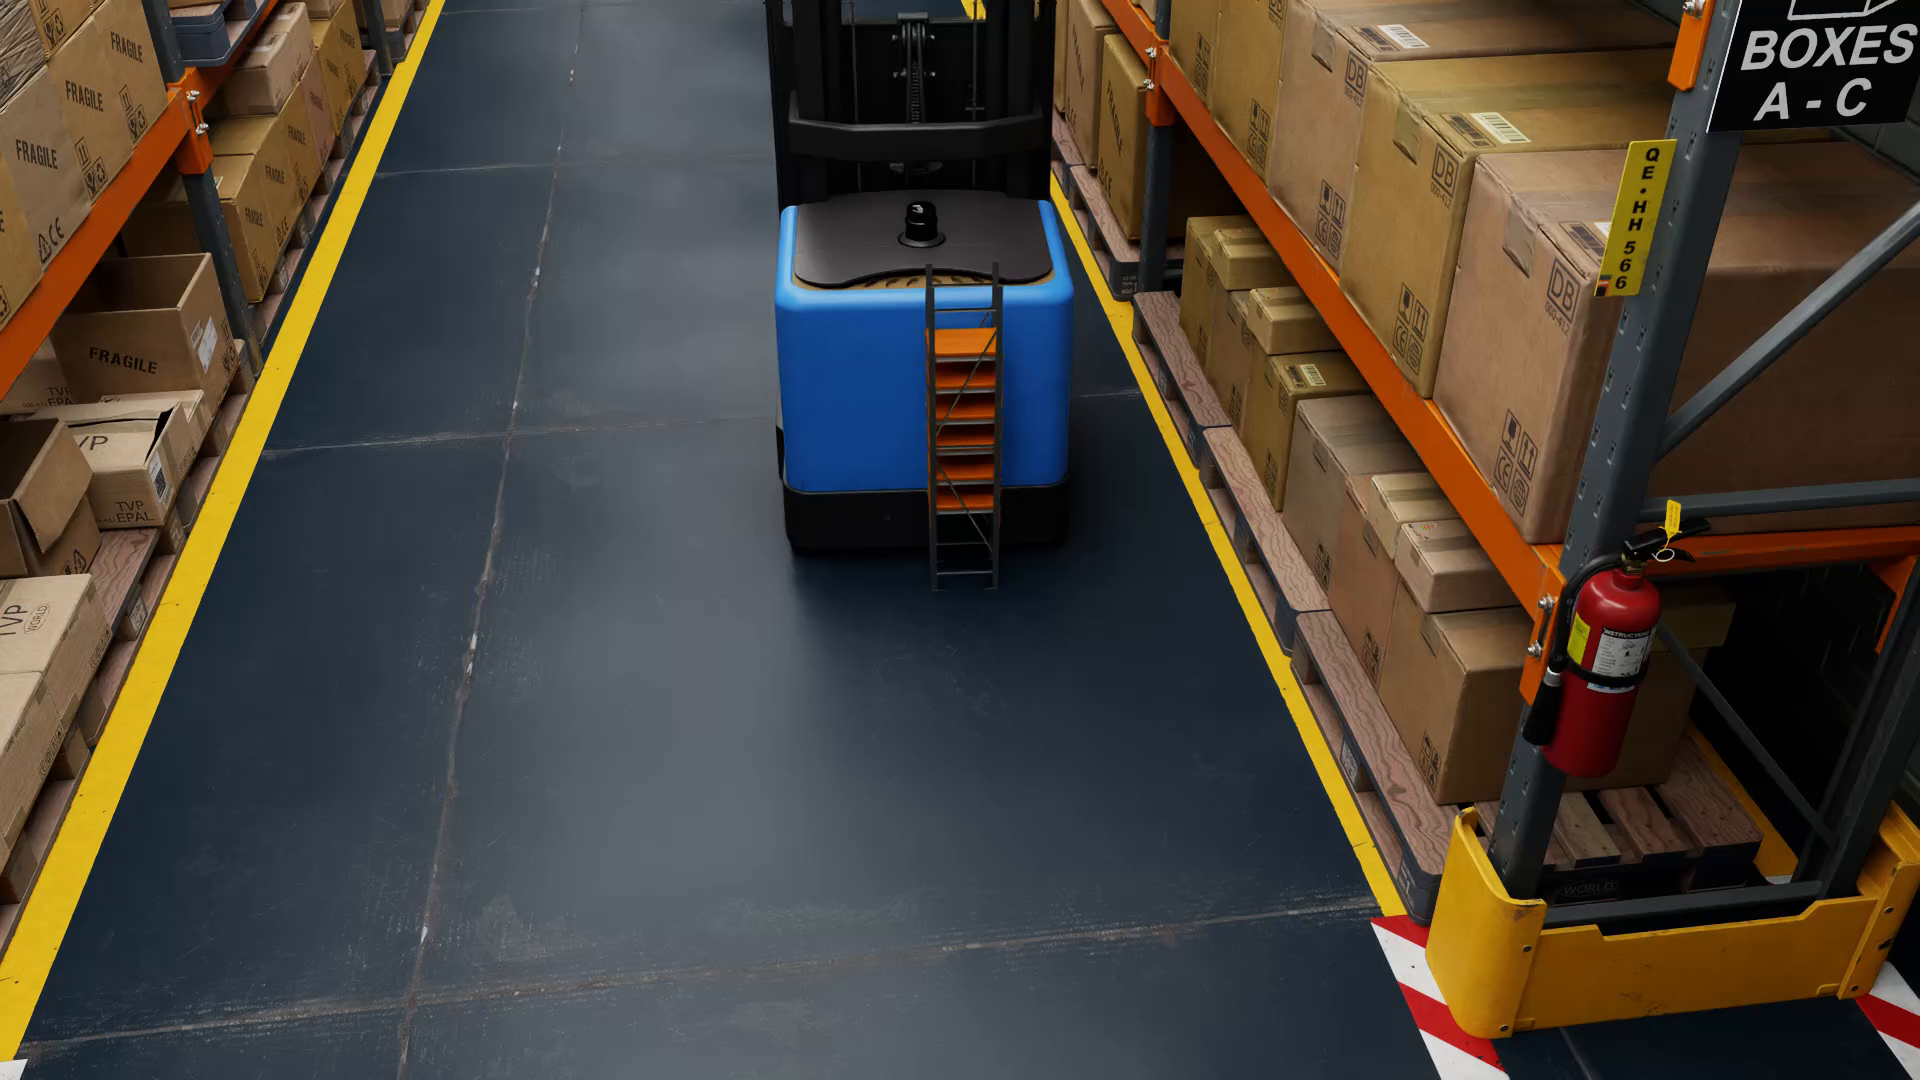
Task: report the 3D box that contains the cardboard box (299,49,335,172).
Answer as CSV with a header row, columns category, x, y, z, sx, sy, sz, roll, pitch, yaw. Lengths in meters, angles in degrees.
category,x,y,z,sx,sy,sz,roll,pitch,yaw
cardboard box,-3.610,-2.236,8.697,0.500,0.500,0.500,-6,35,-8

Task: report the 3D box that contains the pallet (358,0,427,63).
category,x,y,z,sx,sy,sz,roll,pitch,yaw
pallet,-4.187,-3.483,11.173,1.003,0.211,1.213,-4,35,-6

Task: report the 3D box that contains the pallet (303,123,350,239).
category,x,y,z,sx,sy,sz,roll,pitch,yaw
pallet,-3.891,-1.922,8.882,1.003,0.211,1.213,-4,35,-6

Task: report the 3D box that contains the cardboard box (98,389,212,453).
category,x,y,z,sx,sy,sz,roll,pitch,yaw
cardboard box,-3.109,-0.443,6.378,0.380,0.149,0.250,-4,35,-6

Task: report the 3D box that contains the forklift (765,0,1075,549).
category,x,y,z,sx,sy,sz,roll,pitch,yaw
forklift,-0.198,-1.983,6.556,1.130,2.935,3.031,-2,34,-3

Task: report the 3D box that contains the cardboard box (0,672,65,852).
category,x,y,z,sx,sy,sz,roll,pitch,yaw
cardboard box,-2.898,0.642,4.695,0.500,0.250,0.500,-4,35,-6

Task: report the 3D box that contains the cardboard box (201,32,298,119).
category,x,y,z,sx,sy,sz,roll,pitch,yaw
cardboard box,-3.535,-2.246,8.045,0.500,0.250,0.500,-4,35,-6

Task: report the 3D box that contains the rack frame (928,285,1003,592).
category,x,y,z,sx,sy,sz,roll,pitch,yaw
rack frame,0.018,-0.313,5.644,0.240,1.200,0.006,-2,34,-3

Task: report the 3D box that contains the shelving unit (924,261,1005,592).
category,x,y,z,sx,sy,sz,roll,pitch,yaw
shelving unit,0.013,-0.364,5.719,0.258,1.200,0.189,-2,34,-3

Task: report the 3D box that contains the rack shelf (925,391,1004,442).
category,x,y,z,sx,sy,sz,roll,pitch,yaw
rack shelf,0.013,-0.427,5.677,0.258,0.103,0.180,-2,34,-3

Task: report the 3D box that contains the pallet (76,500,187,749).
category,x,y,z,sx,sy,sz,roll,pitch,yaw
pallet,-3.318,0.277,5.656,1.003,0.211,1.213,-4,35,-6

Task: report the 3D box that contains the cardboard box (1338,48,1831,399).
category,x,y,z,sx,sy,sz,roll,pitch,yaw
cardboard box,1.682,-0.899,4.639,0.980,0.700,0.700,-5,35,-7

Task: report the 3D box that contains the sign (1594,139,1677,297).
category,x,y,z,sx,sy,sz,roll,pitch,yaw
sign,1.330,-0.629,3.271,0.100,0.325,0.005,-4,35,-6

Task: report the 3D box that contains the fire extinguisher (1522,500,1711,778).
category,x,y,z,sx,sy,sz,roll,pitch,yaw
fire extinguisher,1.432,0.219,3.664,0.296,0.674,0.183,-4,35,-6

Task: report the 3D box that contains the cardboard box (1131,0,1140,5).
category,x,y,z,sx,sy,sz,roll,pitch,yaw
cardboard box,0.948,-2.529,7.502,0.380,0.149,0.250,-4,34,-5

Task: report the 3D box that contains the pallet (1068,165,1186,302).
category,x,y,z,sx,sy,sz,roll,pitch,yaw
pallet,1.153,-1.590,8.396,1.003,0.211,1.213,-4,35,-6

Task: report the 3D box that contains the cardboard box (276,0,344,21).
category,x,y,z,sx,sy,sz,roll,pitch,yaw
cardboard box,-3.745,-3.096,9.293,0.500,0.250,0.500,-3,34,-5

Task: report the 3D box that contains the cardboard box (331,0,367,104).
category,x,y,z,sx,sy,sz,roll,pitch,yaw
cardboard box,-3.756,-2.817,9.550,0.500,0.500,0.500,-3,34,-5

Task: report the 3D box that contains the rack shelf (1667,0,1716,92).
category,x,y,z,sx,sy,sz,roll,pitch,yaw
rack shelf,1.600,-2.144,4.708,1.077,0.370,4.000,-4,35,-6

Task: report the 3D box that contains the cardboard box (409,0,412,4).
category,x,y,z,sx,sy,sz,roll,pitch,yaw
cardboard box,-3.963,-3.805,11.238,0.500,0.250,0.500,-5,35,-8

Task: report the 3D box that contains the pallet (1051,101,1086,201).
category,x,y,z,sx,sy,sz,roll,pitch,yaw
pallet,0.986,-2.273,9.398,1.003,0.211,1.213,-4,35,-6

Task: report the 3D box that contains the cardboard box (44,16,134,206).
category,x,y,z,sx,sy,sz,roll,pitch,yaw
cardboard box,-3.185,-1.435,5.603,0.500,0.500,0.500,-3,34,-5

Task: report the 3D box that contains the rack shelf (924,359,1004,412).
category,x,y,z,sx,sy,sz,roll,pitch,yaw
rack shelf,0.013,-0.526,5.609,0.258,0.103,0.180,-2,34,-3

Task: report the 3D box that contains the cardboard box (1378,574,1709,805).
category,x,y,z,sx,sy,sz,roll,pitch,yaw
cardboard box,1.676,0.391,4.860,0.700,0.500,0.500,-4,35,-6

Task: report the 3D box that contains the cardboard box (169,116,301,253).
category,x,y,z,sx,sy,sz,roll,pitch,yaw
cardboard box,-3.483,-1.675,7.873,0.500,0.500,0.500,-4,34,-6

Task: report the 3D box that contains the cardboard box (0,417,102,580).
category,x,y,z,sx,sy,sz,roll,pitch,yaw
cardboard box,-3.319,-0.043,5.475,0.797,0.503,0.637,-4,35,-6

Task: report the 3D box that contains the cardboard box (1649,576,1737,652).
category,x,y,z,sx,sy,sz,roll,pitch,yaw
cardboard box,1.891,0.177,4.597,0.380,0.149,0.250,-4,34,-6

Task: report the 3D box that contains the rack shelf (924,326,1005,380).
category,x,y,z,sx,sy,sz,roll,pitch,yaw
rack shelf,0.013,-0.625,5.542,0.258,0.103,0.180,-2,34,-3

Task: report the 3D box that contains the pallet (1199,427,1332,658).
category,x,y,z,sx,sy,sz,roll,pitch,yaw
pallet,1.523,-0.053,6.140,1.003,0.211,1.213,-4,35,-6

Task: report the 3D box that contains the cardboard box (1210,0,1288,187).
category,x,y,z,sx,sy,sz,roll,pitch,yaw
cardboard box,1.481,-1.730,5.859,0.980,0.700,0.700,-5,35,-8

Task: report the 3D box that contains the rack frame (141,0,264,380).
category,x,y,z,sx,sy,sz,roll,pitch,yaw
rack frame,-3.577,-1.941,6.434,1.000,3.000,0.127,-4,35,-6

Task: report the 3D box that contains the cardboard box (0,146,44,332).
category,x,y,z,sx,sy,sz,roll,pitch,yaw
cardboard box,-3.042,-0.864,4.766,0.500,0.500,0.500,-4,34,-6

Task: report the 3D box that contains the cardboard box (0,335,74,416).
category,x,y,z,sx,sy,sz,roll,pitch,yaw
cardboard box,-3.735,-0.761,6.700,0.500,0.311,0.500,-4,35,-6

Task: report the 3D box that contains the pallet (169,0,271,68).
category,x,y,z,sx,sy,sz,roll,pitch,yaw
pallet,-3.576,-2.315,7.155,1.003,0.211,1.213,-4,35,-6

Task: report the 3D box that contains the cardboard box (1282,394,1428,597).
category,x,y,z,sx,sy,sz,roll,pitch,yaw
cardboard box,1.540,-0.169,5.681,0.700,0.500,0.500,-5,35,-8

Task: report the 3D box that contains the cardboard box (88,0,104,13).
category,x,y,z,sx,sy,sz,roll,pitch,yaw
cardboard box,-3.252,-2.133,5.739,0.500,0.500,0.500,-4,34,-6

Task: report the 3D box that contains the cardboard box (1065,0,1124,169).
category,x,y,z,sx,sy,sz,roll,pitch,yaw
cardboard box,0.993,-2.452,8.720,0.750,0.750,0.750,-3,34,-5

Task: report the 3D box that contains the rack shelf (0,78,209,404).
category,x,y,z,sx,sy,sz,roll,pitch,yaw
rack shelf,-3.308,-0.527,4.999,1.077,0.370,4.000,-4,35,-6

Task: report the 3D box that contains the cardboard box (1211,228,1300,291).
category,x,y,z,sx,sy,sz,roll,pitch,yaw
cardboard box,1.196,-1.096,6.466,0.380,0.149,0.250,-3,34,-5

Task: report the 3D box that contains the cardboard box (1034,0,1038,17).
category,x,y,z,sx,sy,sz,roll,pitch,yaw
cardboard box,0.762,-3.415,10.133,0.750,0.750,0.750,-5,35,-7

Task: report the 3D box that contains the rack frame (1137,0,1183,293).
category,x,y,z,sx,sy,sz,roll,pitch,yaw
rack frame,1.331,-2.318,6.988,1.000,3.000,0.127,-4,35,-6

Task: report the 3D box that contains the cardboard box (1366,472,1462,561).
category,x,y,z,sx,sy,sz,roll,pitch,yaw
cardboard box,1.443,-0.078,4.971,0.380,0.149,0.250,-3,34,-5

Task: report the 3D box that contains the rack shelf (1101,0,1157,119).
category,x,y,z,sx,sy,sz,roll,pitch,yaw
rack shelf,1.062,-3.137,8.828,1.077,0.370,4.000,-4,35,-6

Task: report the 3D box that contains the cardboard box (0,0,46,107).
category,x,y,z,sx,sy,sz,roll,pitch,yaw
cardboard box,-3.113,-1.566,4.907,0.500,0.500,0.500,-4,34,-6

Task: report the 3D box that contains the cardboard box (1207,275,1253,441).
category,x,y,z,sx,sy,sz,roll,pitch,yaw
cardboard box,1.395,-0.753,6.538,0.700,0.500,0.500,-5,35,-7
